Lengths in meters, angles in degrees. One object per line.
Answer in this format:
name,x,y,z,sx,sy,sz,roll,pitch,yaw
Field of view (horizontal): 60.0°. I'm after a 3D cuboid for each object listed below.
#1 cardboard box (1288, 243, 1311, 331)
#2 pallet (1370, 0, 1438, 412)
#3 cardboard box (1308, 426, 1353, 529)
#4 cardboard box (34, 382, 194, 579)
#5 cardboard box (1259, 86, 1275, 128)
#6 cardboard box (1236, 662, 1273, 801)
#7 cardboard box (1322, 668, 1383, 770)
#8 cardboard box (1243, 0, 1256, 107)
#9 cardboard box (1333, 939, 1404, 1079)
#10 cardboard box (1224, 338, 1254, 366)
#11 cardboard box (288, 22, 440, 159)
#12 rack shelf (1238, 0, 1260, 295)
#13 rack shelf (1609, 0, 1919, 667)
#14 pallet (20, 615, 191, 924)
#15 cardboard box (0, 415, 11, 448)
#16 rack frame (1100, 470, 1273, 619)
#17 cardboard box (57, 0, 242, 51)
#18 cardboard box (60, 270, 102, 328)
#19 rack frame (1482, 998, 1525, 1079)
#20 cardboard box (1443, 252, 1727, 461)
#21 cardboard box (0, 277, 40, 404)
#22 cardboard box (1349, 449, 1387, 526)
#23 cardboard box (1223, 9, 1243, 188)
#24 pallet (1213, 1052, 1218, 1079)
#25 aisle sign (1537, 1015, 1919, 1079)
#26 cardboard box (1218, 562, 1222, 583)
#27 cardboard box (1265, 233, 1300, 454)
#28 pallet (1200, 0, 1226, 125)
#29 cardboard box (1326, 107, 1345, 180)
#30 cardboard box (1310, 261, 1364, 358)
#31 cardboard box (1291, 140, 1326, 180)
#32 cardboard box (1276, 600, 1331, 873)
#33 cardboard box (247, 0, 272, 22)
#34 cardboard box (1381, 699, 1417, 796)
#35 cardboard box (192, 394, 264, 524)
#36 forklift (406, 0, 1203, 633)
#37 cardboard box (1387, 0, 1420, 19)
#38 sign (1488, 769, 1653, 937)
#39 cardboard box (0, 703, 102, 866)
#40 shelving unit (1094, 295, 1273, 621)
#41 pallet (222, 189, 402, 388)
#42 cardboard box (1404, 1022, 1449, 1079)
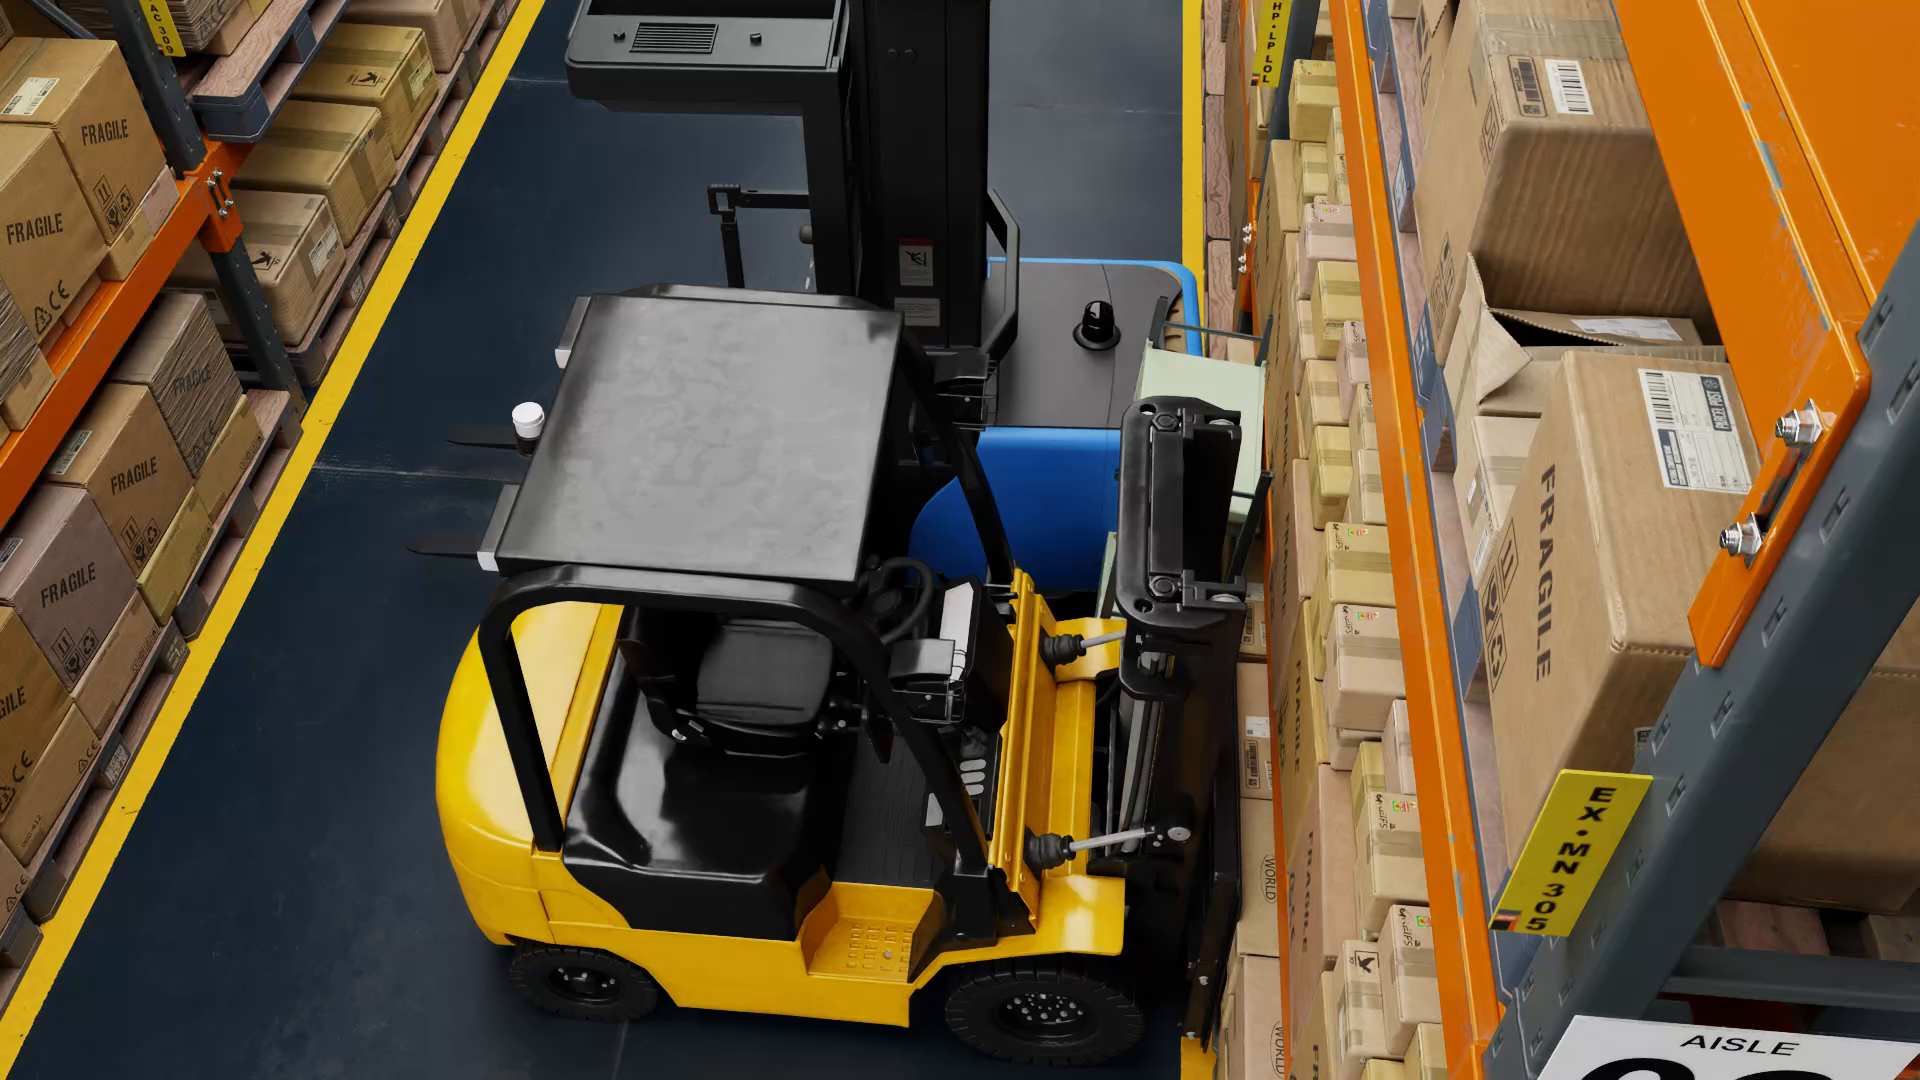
cardboard box,1.172,-0.732,4.905,0.380,0.149,0.250,5,48,4
pallet,1.411,-0.716,3.425,1.003,0.211,1.213,4,48,4
cardboard box,1.125,-0.157,4.379,0.380,0.149,0.250,3,48,3
cardboard box,-3.198,-0.227,6.021,0.500,0.500,0.500,5,48,4
cardboard box,1.367,-1.752,6.108,0.500,0.250,0.500,3,48,3
cardboard box,1.074,0.654,5.046,0.500,0.250,0.500,3,48,3
cardboard box,1.055,0.400,3.870,0.380,0.149,0.250,2,48,2
cardboard box,1.403,-1.963,6.640,0.500,0.250,0.500,4,48,3
cardboard box,0.959,0.968,3.351,0.380,0.149,0.250,5,48,4
cardboard box,1.221,-0.472,6.076,0.500,0.250,0.500,3,48,3
cardboard box,-3.197,-2.267,8.313,0.950,0.372,0.625,5,48,5
rack shelf,1.759,-2.483,7.501,1.077,0.370,4.000,4,48,4
rack shelf,1.395,-1.433,2.747,1.077,0.370,4.000,4,48,4
pallet,-3.501,0.749,5.948,1.003,0.211,1.213,4,48,4
cardboard box,-3.234,-0.312,5.199,0.380,0.149,0.250,3,48,3
rack frame,0.662,0.273,5.470,0.400,1.500,0.023,10,48,2
cardboard box,-3.038,-2.188,6.190,0.500,0.500,0.500,5,48,4
cardboard box,-3.209,-0.875,5.714,0.380,0.149,0.250,4,48,4
rack frame,1.213,1.684,3.203,1.000,3.000,0.127,4,48,4
cardboard box,1.009,-0.274,2.700,0.396,0.266,0.258,4,48,4
cardboard box,-3.242,-0.617,5.038,0.500,0.500,0.500,5,48,5
cardboard box,1.169,-0.074,4.102,0.380,0.149,0.250,4,48,4
cardboard box,1.758,-2.102,7.991,0.875,0.625,0.625,2,48,2
pallet,1.241,2.060,4.749,1.003,0.211,1.213,4,48,4
aisle sign,0.914,0.835,2.218,0.394,0.787,0.004,4,48,4
cardboard box,1.182,0.067,5.922,0.500,0.250,0.500,4,48,3
cardboard box,1.246,-0.597,5.221,0.500,0.500,0.500,5,48,4
pallet,1.828,-2.652,9.058,1.003,0.211,1.213,4,48,4
cardboard box,1.336,-1.195,5.127,0.380,0.149,0.250,5,48,4
cardboard box,1.182,-0.633,4.613,0.380,0.149,0.250,3,48,3
cardboard box,1.286,-1.292,5.417,0.380,0.149,0.250,3,48,3
cardboard box,1.099,0.513,4.206,0.500,0.500,0.500,3,48,3
cardboard box,-2.970,-2.211,6.651,0.380,0.149,0.250,5,48,4
cardboard box,1.120,0.498,3.579,0.380,0.149,0.250,4,48,4
cardboard box,-3.153,-0.348,6.640,0.500,0.250,0.500,6,48,5
forklift,-0.625,-1.007,5.711,3.031,2.935,1.130,2,48,2
cardboard box,1.139,-1.328,3.664,0.396,0.266,0.258,3,48,3
sign,0.673,0.353,1.842,0.100,0.325,0.005,4,48,4
cardboard box,-3.291,0.788,5.601,0.500,0.250,0.500,7,48,6
shelving unit,0.719,0.008,5.716,0.431,1.500,0.755,10,48,2
pallet,-3.297,-1.218,7.747,1.003,0.211,1.213,4,48,4
cardboard box,1.035,1.053,3.071,0.380,0.149,0.250,4,48,4
